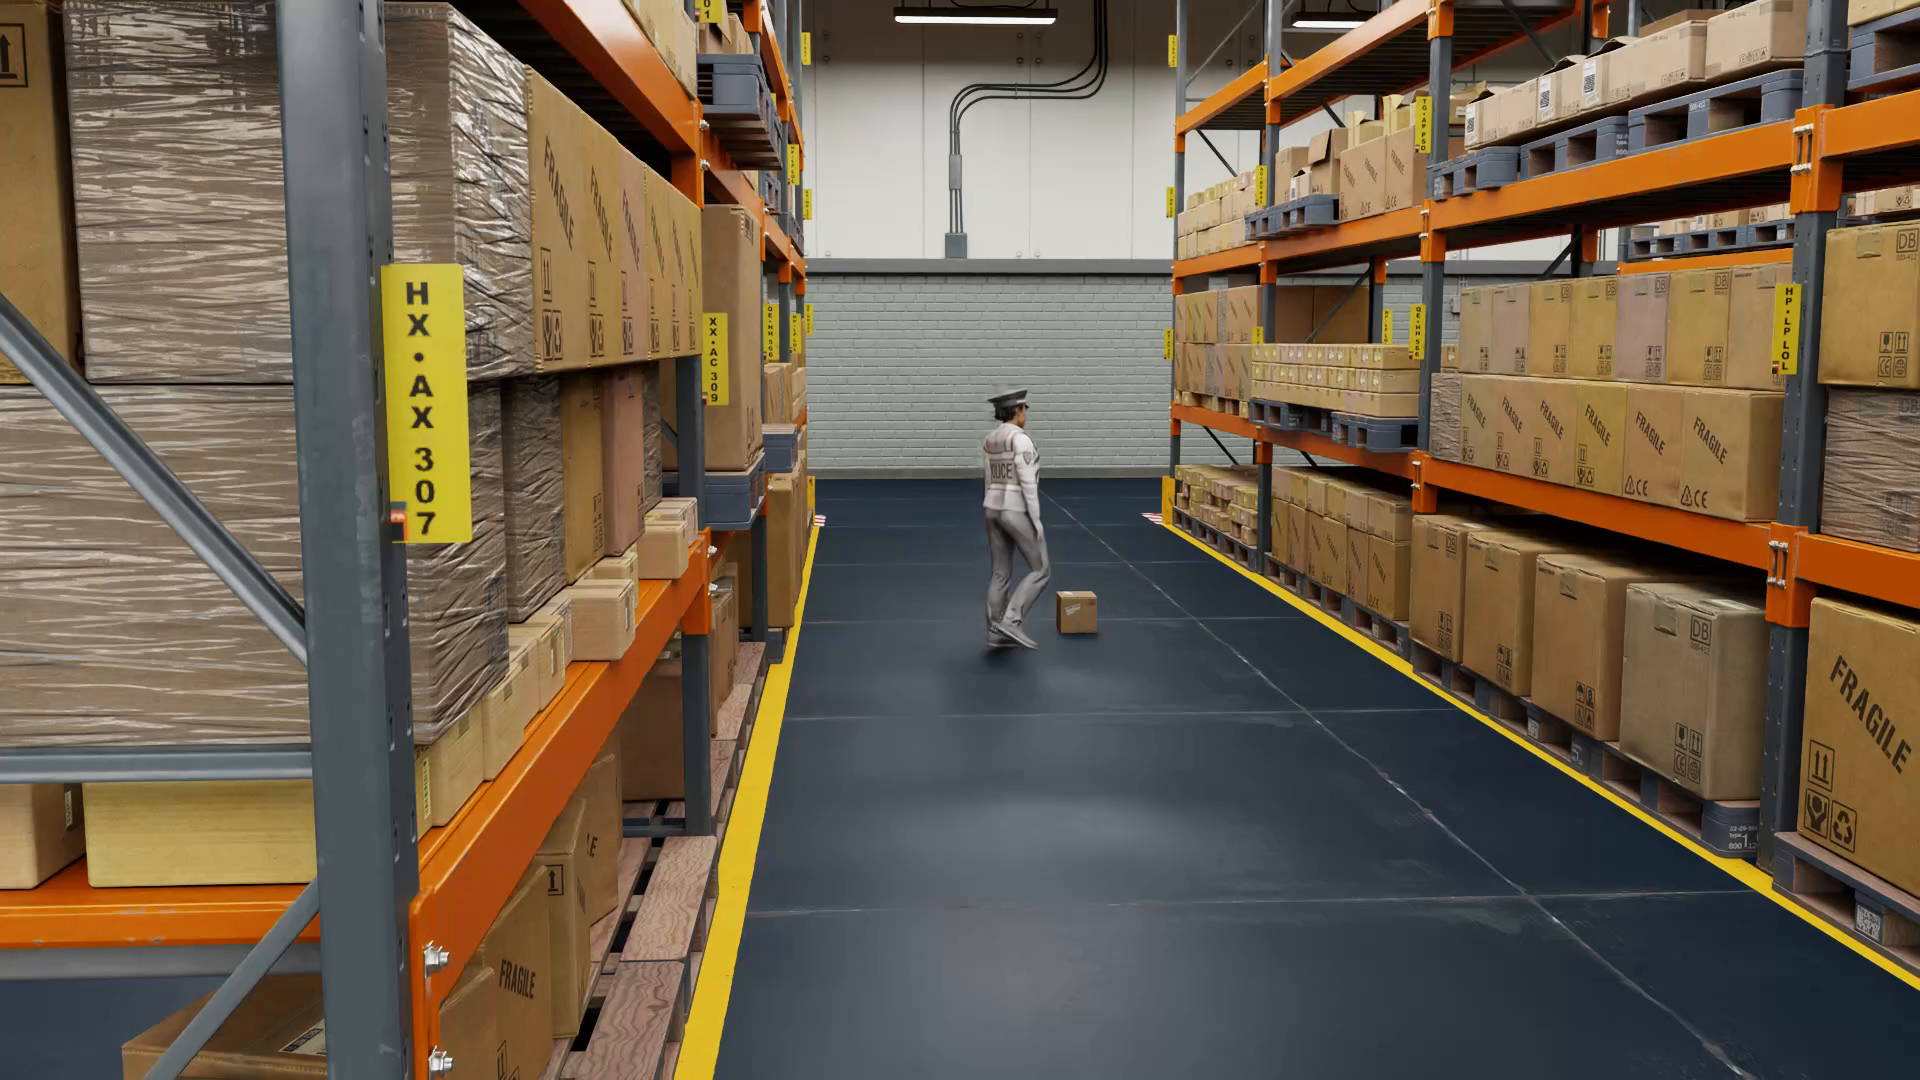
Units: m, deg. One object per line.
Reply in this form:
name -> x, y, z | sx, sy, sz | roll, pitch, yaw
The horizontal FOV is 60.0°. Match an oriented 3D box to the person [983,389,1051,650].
person -> 0.328, -0.127, 10.629 | 0.403, 1.667, 0.577 | -5, 8, -34
